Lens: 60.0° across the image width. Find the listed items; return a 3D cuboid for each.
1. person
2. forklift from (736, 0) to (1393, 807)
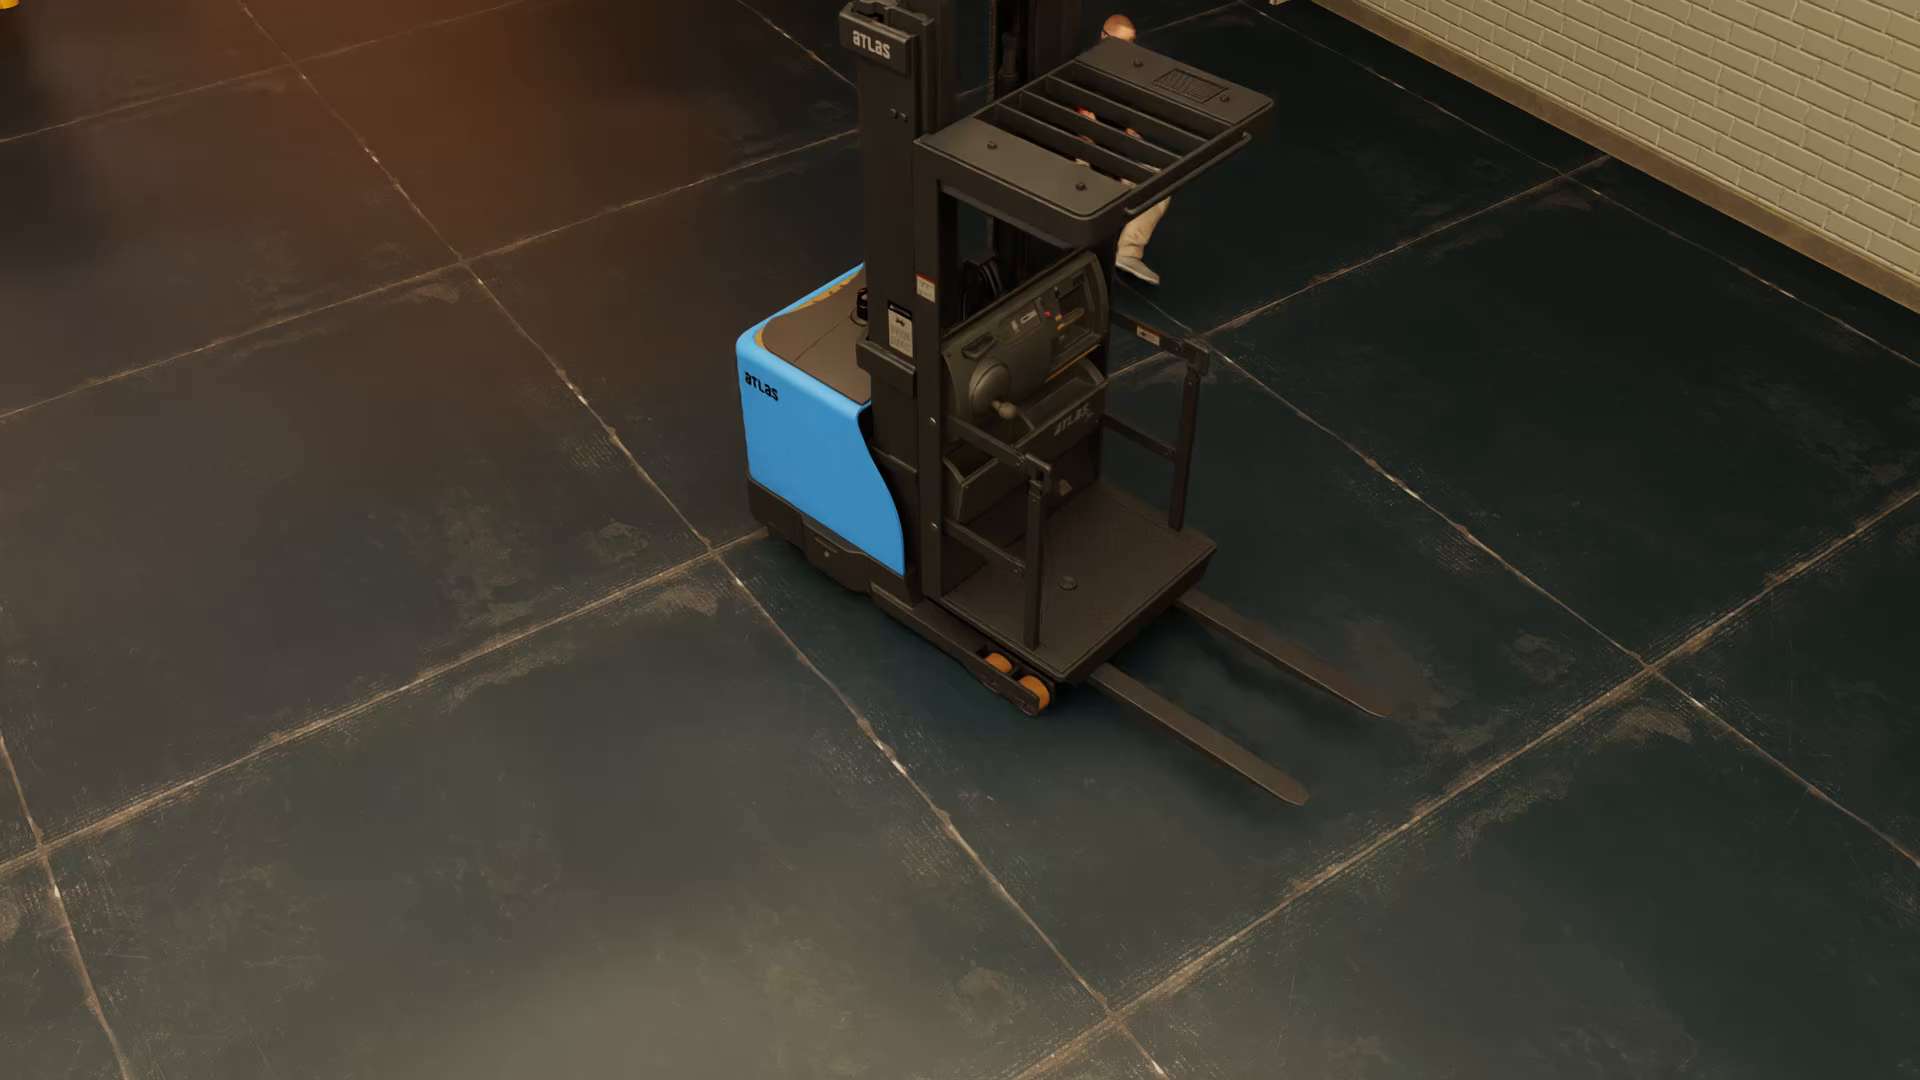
[{"bbox_3d":[0.824,-2.115,9.120,0.669,1.505,0.794,-12,44,-12],"label":"person"},{"bbox_3d":[0.429,-0.742,6.520,3.031,2.935,1.130,32,51,30],"label":"forklift"}]
